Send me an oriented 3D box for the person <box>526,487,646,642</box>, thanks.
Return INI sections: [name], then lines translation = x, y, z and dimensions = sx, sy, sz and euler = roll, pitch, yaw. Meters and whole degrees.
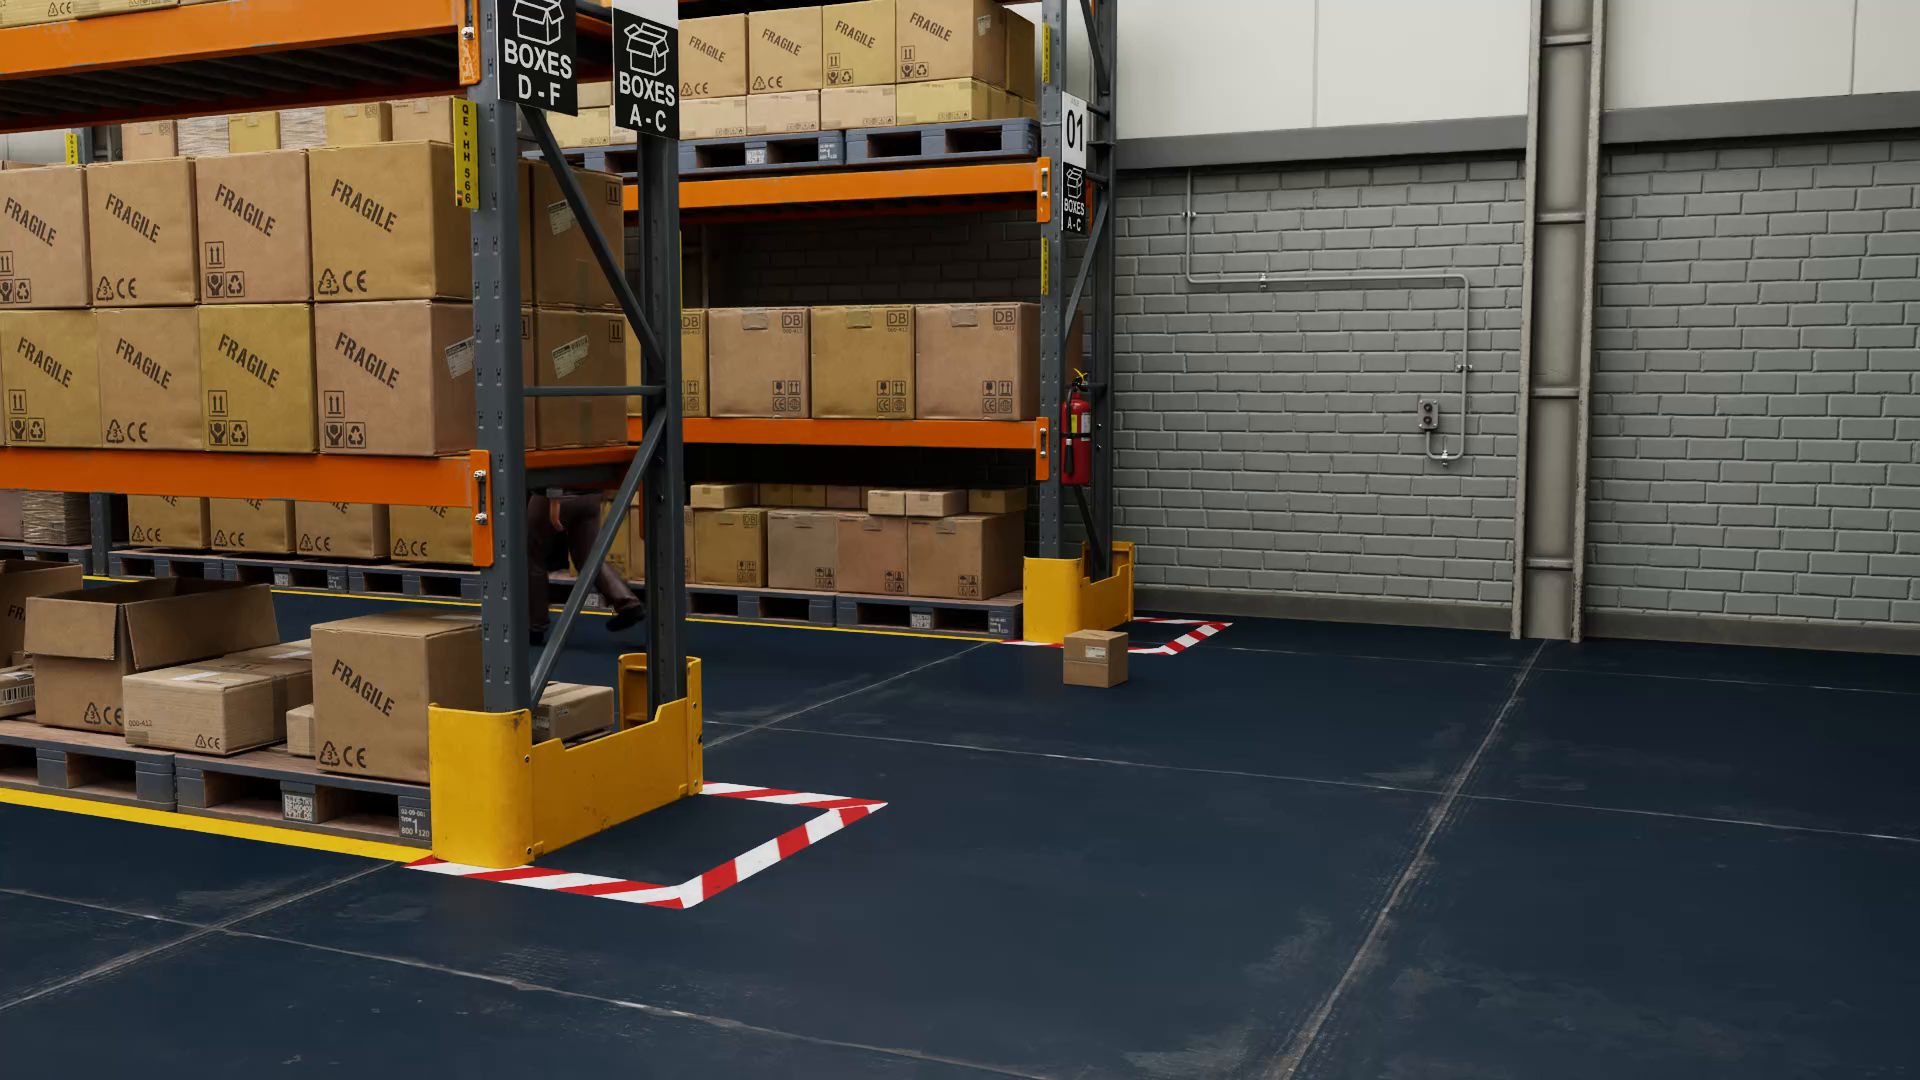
[person]
translation = -2.268, -0.242, 9.662
dimensions = 0.938, 1.689, 0.540
euler = 3, 6, 31
